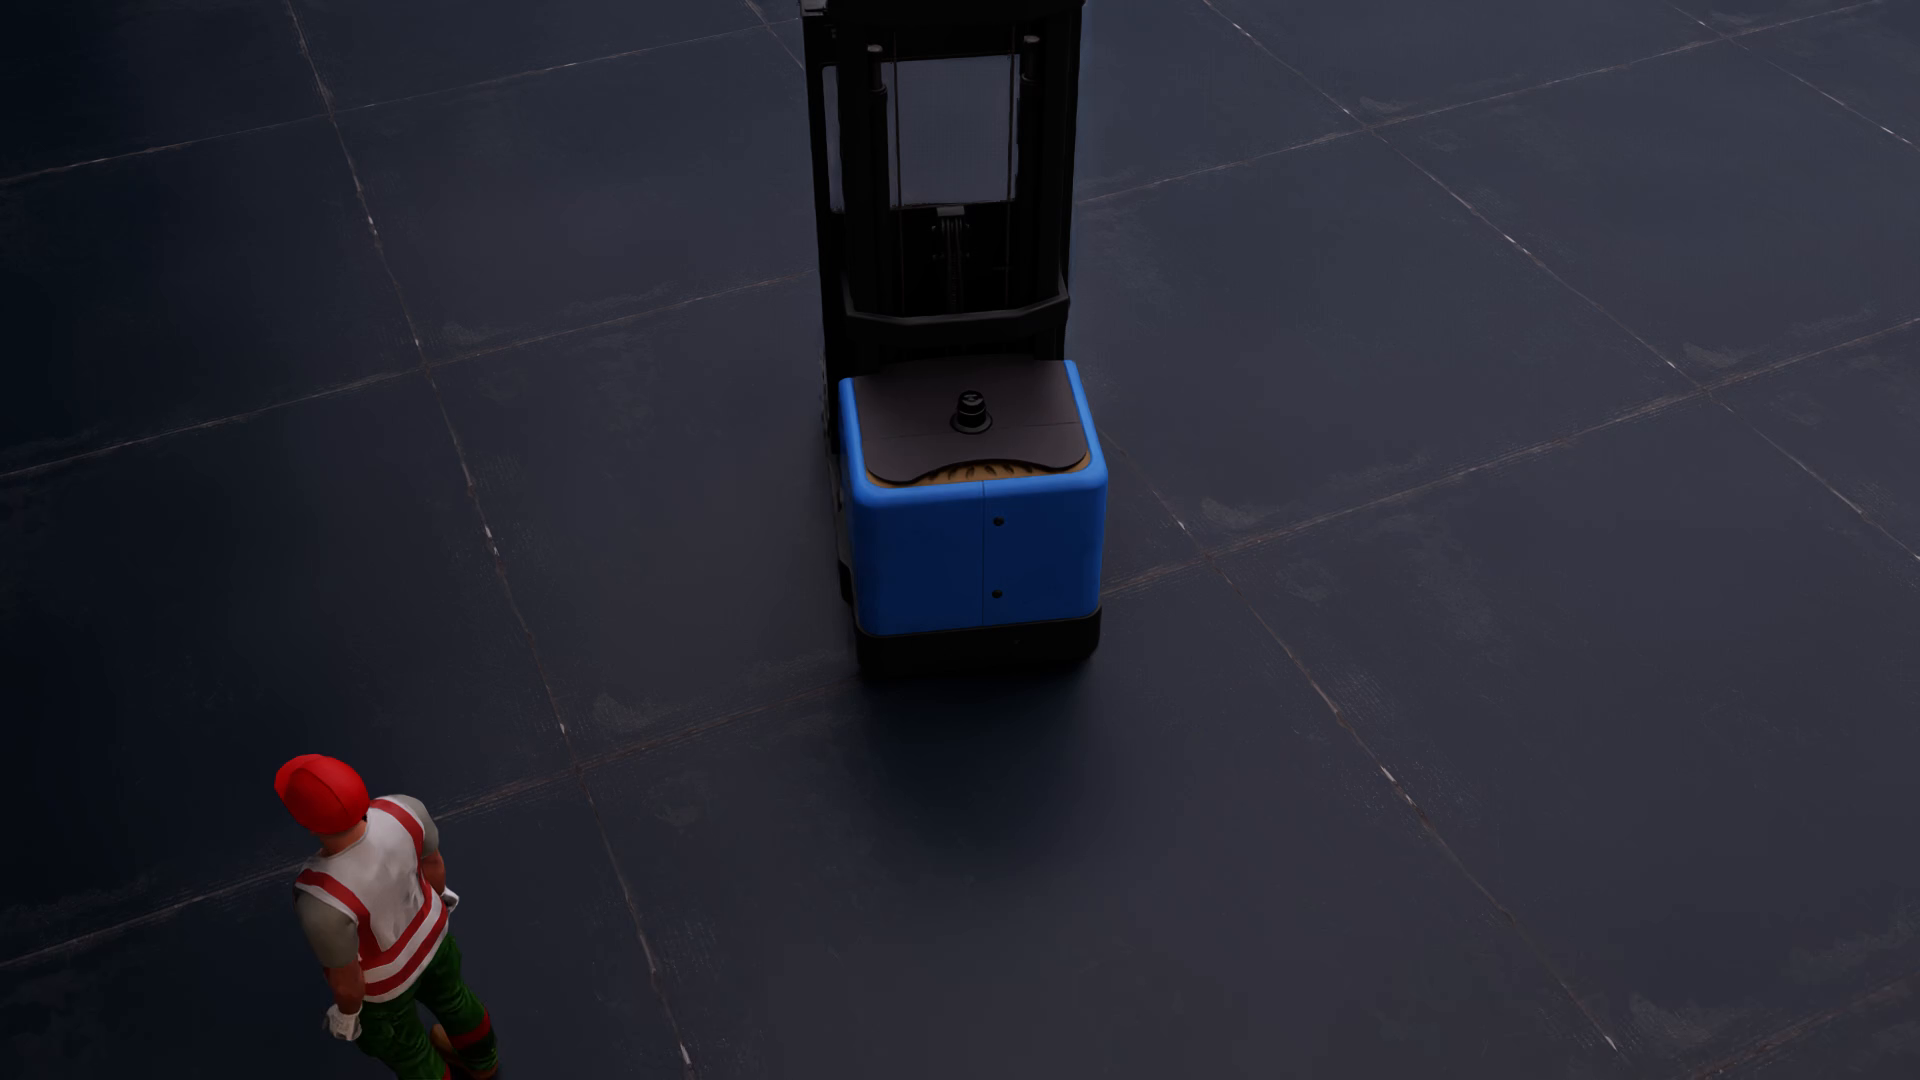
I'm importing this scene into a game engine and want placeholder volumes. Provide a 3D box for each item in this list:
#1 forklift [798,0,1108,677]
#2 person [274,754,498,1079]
[{"bbox_3d":[-0.103,-1.497,7.285,1.130,2.935,3.031,-5,43,-6],"label":"forklift"},{"bbox_3d":[-1.783,1.270,5.156,0.357,1.795,0.566,16,45,16],"label":"person"}]
